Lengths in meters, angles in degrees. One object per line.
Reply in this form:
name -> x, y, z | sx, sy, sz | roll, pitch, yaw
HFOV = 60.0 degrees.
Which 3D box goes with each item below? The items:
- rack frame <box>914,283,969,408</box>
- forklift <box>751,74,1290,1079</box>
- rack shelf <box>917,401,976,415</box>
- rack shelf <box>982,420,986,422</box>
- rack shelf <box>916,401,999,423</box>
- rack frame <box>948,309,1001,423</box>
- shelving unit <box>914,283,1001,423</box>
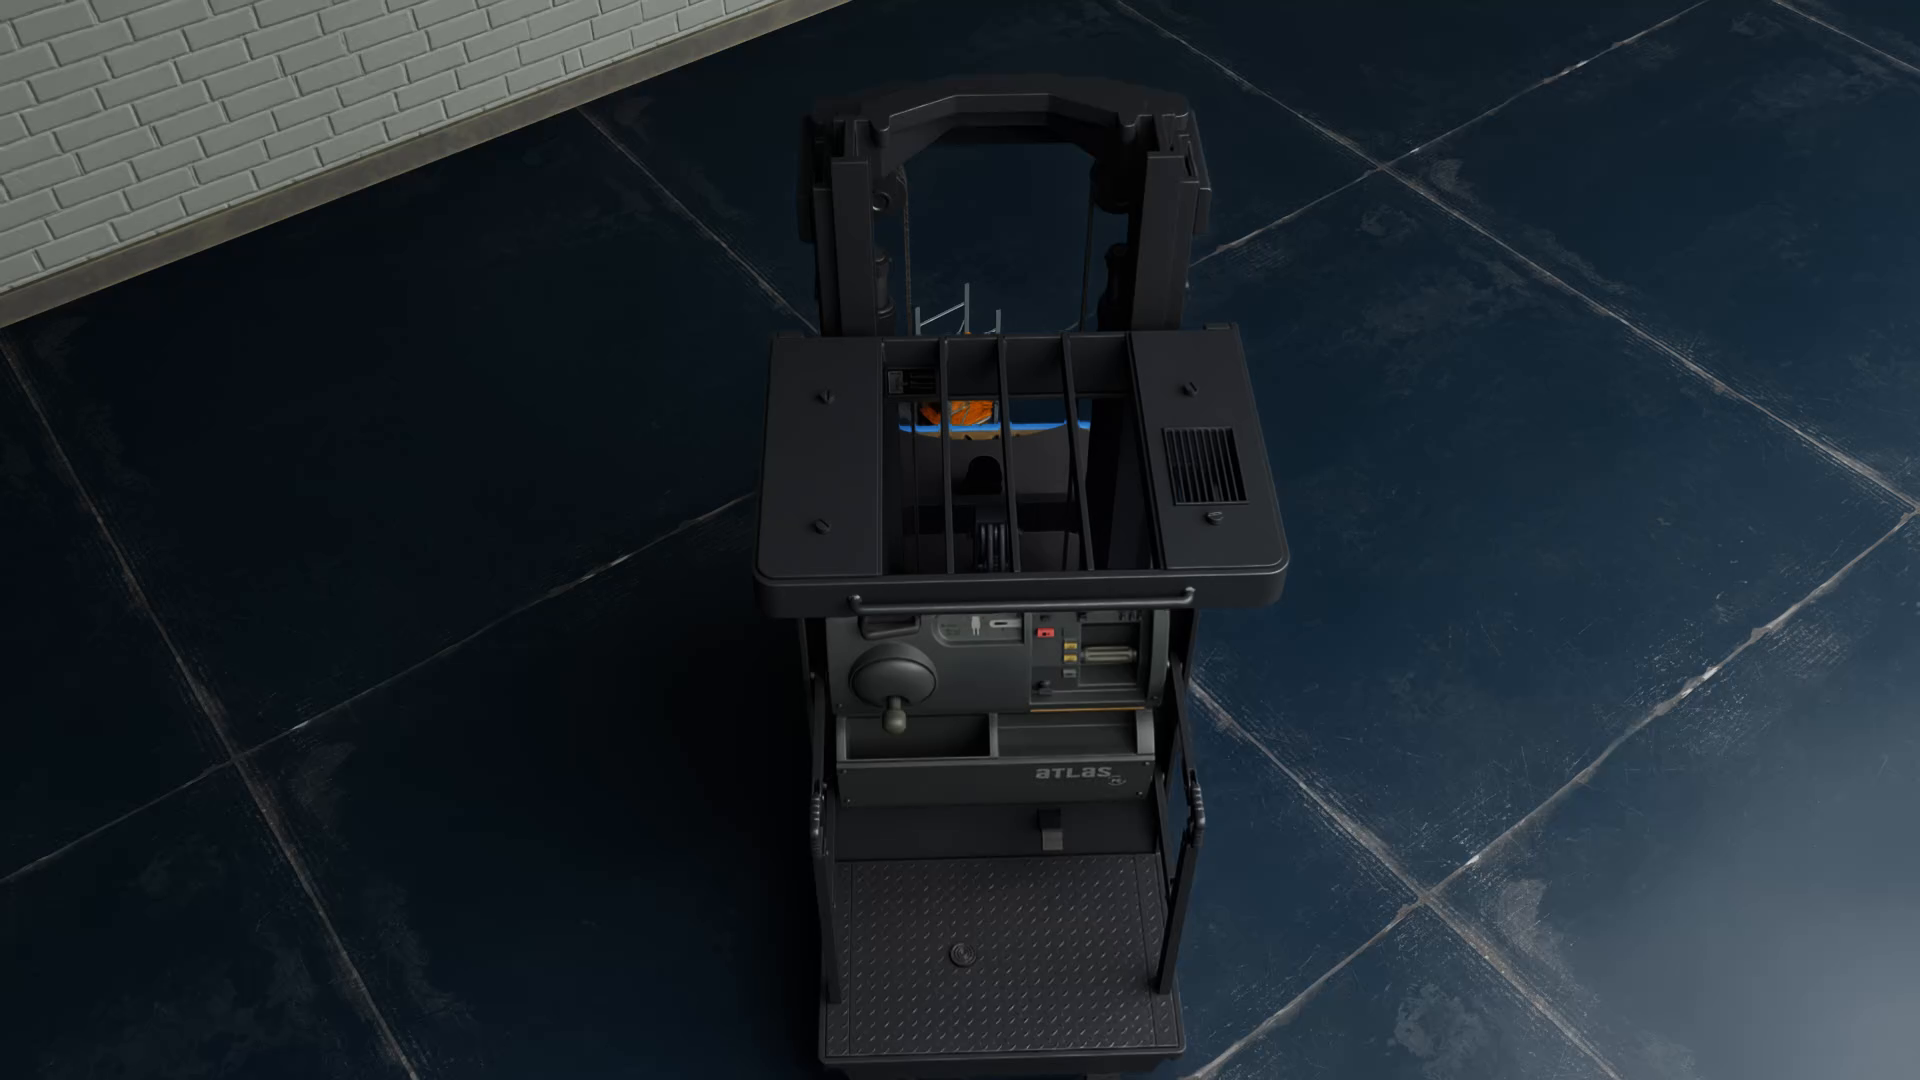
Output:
rack frame -> -0.064, -0.465, 6.361 | 0.240, 1.200, 0.006 | -29, 54, -24
forklift -> 0.111, 0.425, 4.385 | 1.130, 2.935, 3.031 | -1, 48, -1
rack shelf -> -0.009, -0.543, 6.167 | 0.258, 0.103, 0.180 | -29, 54, -24
rack shelf -> -0.009, -0.382, 6.345 | 0.258, 0.103, 0.180 | -29, 54, -24
rack shelf -> -0.009, -0.462, 6.256 | 0.258, 0.103, 0.180 | -29, 54, -24
rack frame -> 0.047, -0.358, 6.263 | 0.240, 1.200, 0.006 | -29, 54, -24
shelving unit -> -0.009, -0.412, 6.312 | 0.258, 1.200, 0.189 | -29, 54, -24
